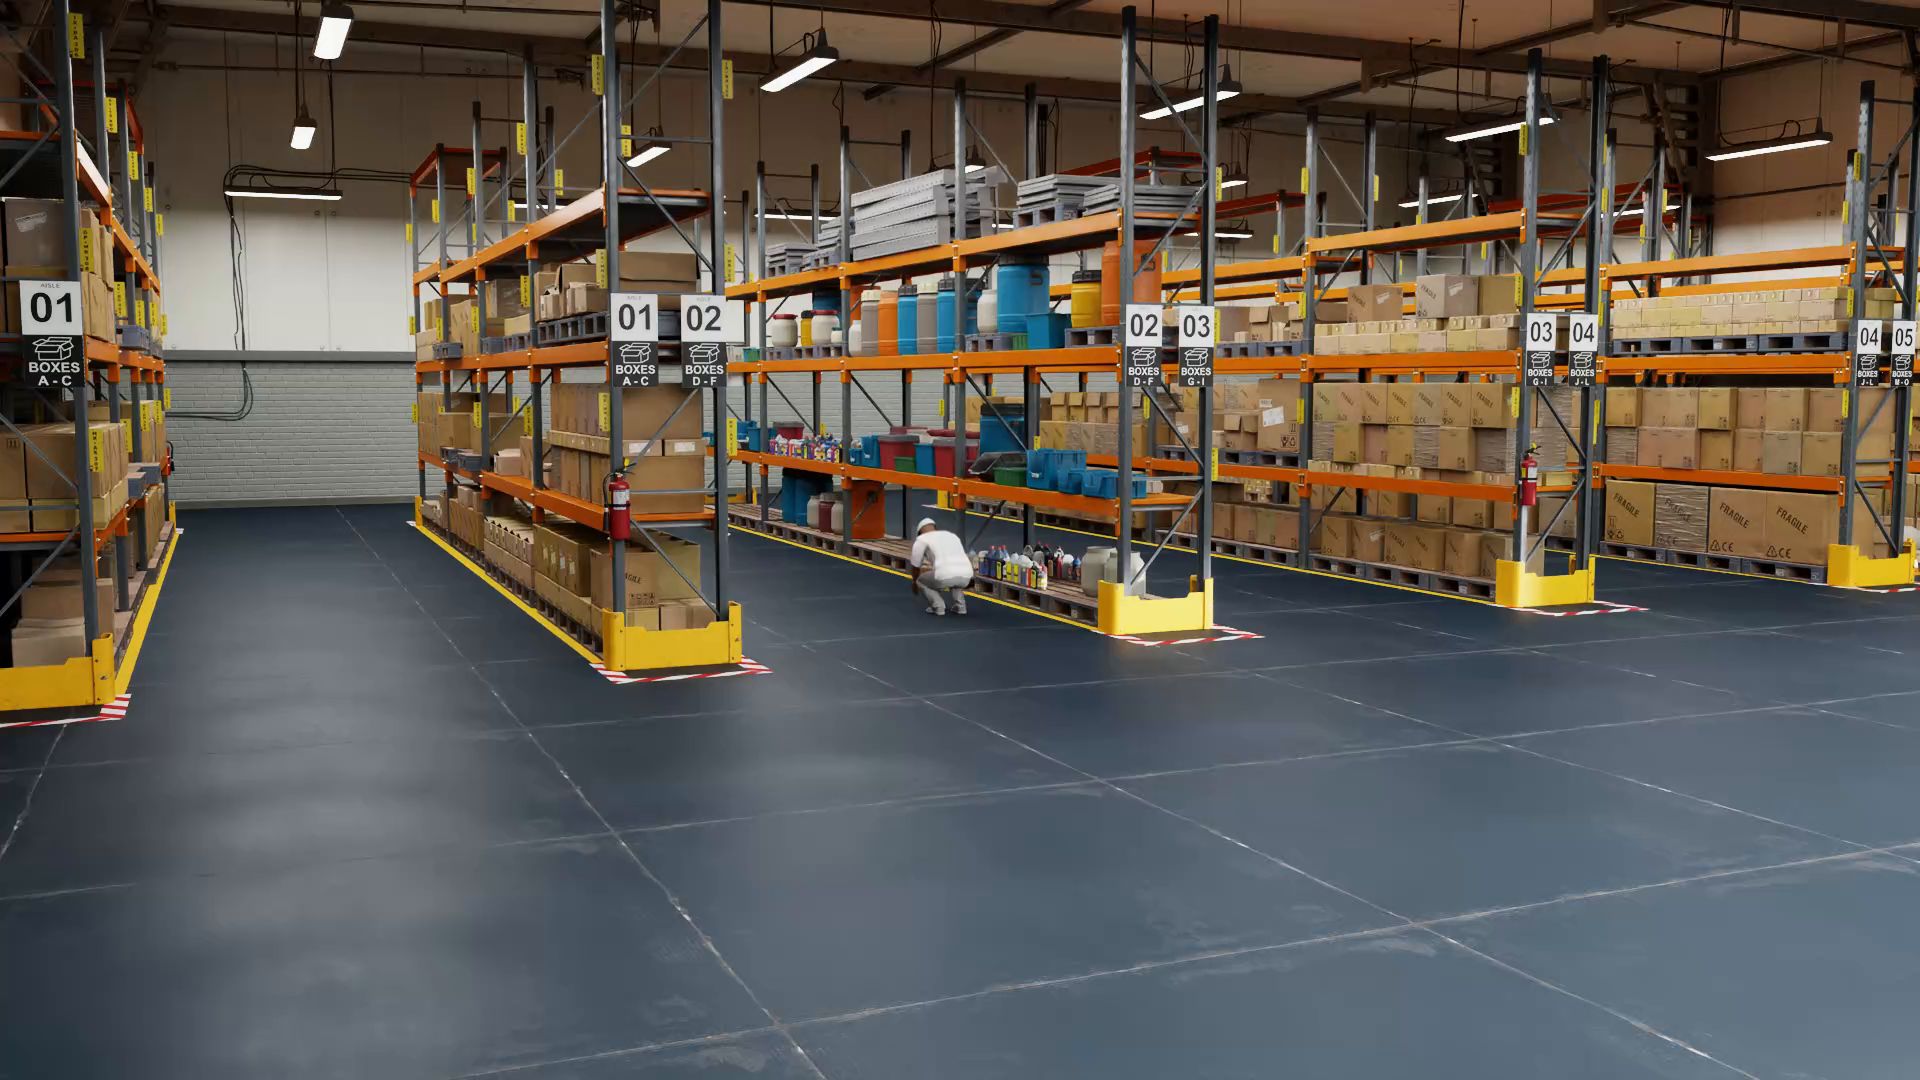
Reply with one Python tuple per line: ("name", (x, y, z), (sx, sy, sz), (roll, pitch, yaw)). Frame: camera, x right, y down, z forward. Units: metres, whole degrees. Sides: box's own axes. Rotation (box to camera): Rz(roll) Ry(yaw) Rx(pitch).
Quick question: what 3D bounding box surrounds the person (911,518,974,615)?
("person", (-0.219, 0.279, 17.843), (0.585, 0.995, 0.898), (-2, 6, -23))
